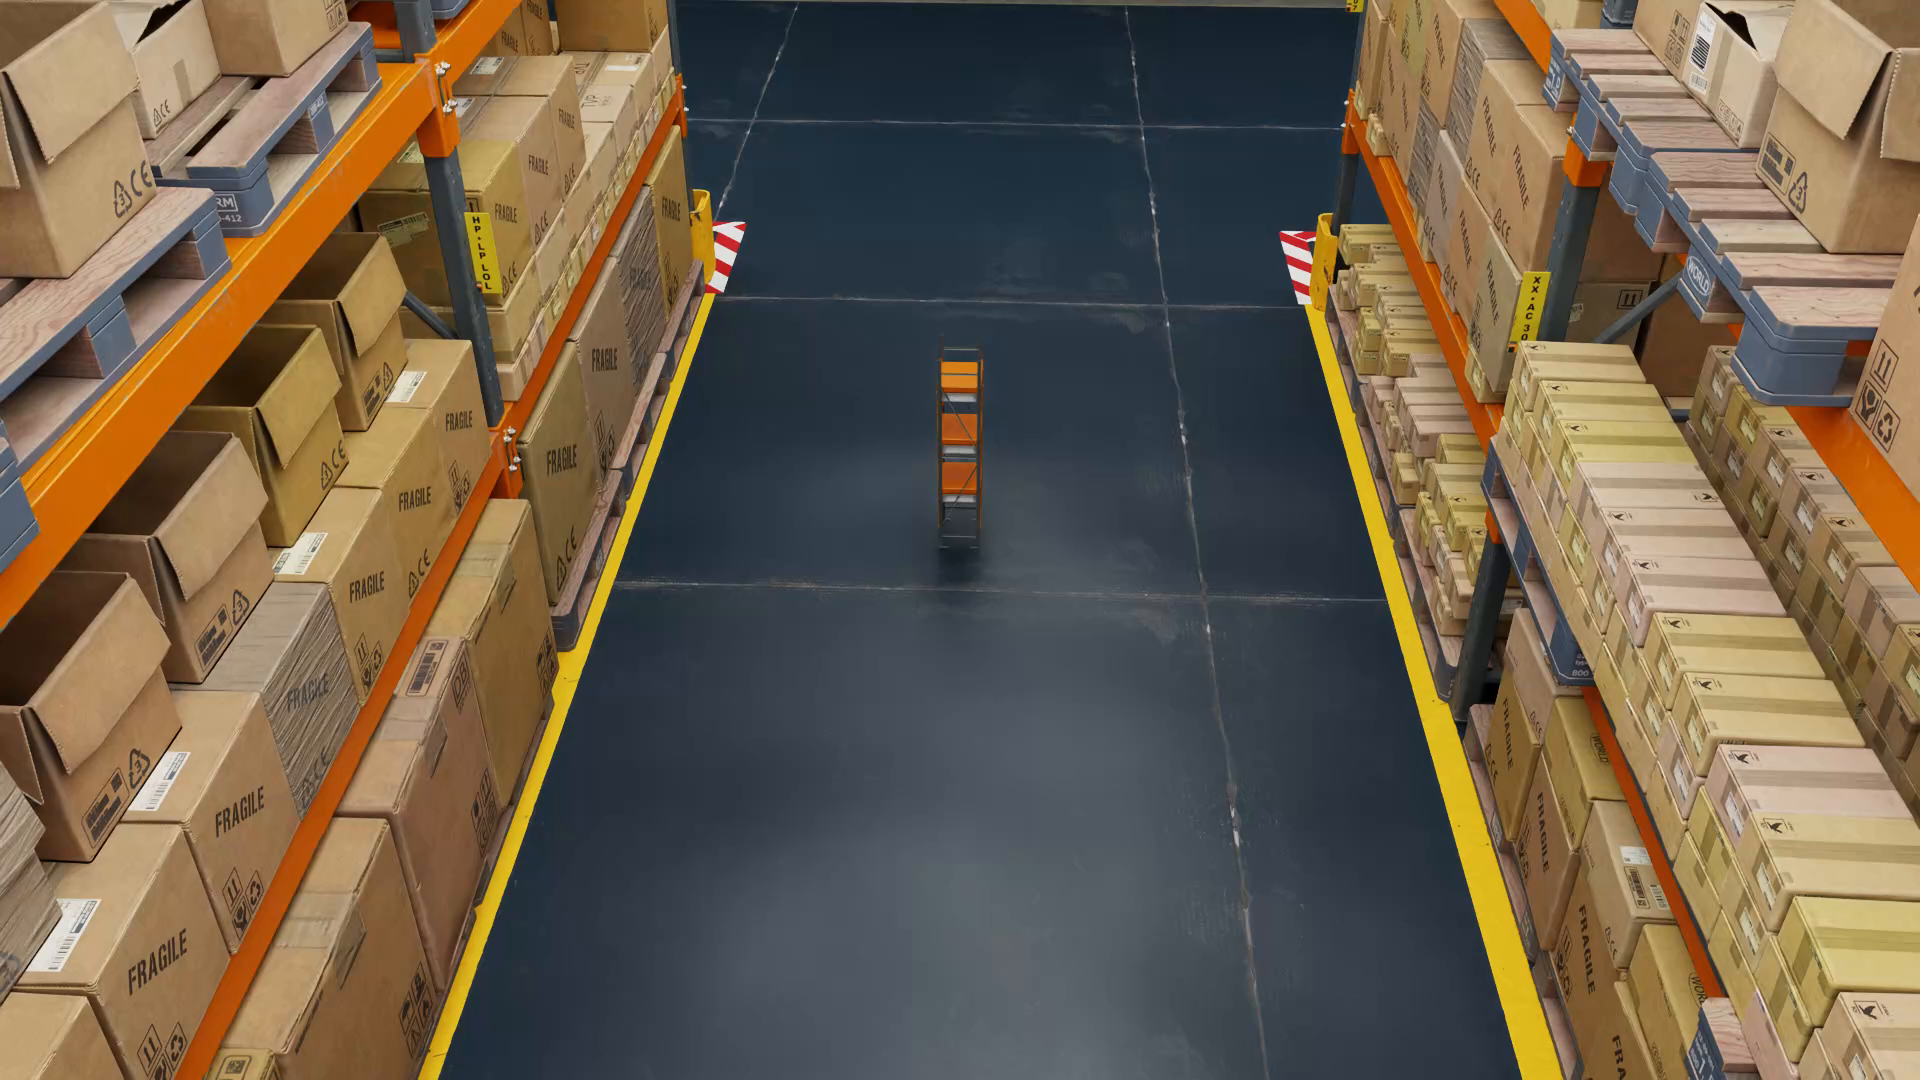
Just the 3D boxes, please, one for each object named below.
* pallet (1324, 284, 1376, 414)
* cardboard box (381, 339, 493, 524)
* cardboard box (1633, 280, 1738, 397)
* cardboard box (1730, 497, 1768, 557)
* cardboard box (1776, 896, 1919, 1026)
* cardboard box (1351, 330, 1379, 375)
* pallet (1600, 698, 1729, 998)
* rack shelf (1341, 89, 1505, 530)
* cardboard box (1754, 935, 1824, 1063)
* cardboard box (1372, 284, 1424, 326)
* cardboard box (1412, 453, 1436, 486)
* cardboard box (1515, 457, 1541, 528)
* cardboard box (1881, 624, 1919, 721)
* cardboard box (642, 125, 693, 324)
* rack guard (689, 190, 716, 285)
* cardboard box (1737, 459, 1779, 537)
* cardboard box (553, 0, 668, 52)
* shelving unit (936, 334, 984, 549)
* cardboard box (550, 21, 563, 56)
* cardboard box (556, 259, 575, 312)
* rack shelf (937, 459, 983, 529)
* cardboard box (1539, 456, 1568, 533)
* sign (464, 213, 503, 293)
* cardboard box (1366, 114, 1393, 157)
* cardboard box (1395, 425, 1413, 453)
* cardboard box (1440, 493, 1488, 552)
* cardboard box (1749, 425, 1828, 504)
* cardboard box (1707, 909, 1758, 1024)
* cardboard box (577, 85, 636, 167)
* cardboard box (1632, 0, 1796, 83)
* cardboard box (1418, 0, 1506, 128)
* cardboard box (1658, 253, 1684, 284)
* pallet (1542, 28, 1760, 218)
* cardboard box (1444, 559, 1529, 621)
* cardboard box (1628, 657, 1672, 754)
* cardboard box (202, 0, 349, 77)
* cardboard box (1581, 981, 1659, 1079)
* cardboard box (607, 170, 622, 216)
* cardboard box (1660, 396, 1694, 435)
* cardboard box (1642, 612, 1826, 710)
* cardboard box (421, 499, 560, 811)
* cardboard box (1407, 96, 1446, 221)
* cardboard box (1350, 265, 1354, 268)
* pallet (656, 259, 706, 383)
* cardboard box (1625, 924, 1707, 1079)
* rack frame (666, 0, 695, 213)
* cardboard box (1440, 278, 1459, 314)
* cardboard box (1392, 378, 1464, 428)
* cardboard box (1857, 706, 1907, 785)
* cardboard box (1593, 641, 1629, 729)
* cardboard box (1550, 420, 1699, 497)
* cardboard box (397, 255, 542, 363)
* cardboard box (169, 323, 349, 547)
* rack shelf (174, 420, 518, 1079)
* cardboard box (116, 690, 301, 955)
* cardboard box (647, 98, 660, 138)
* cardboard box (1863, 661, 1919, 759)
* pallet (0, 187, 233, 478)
[{"bbox_3d":[2.711,-1.114,9.652,1.003,0.211,1.213,1,35,2],"label":"pallet"},{"bbox_3d":[-2.076,-0.405,6.131,0.500,0.500,0.500,1,35,2],"label":"cardboard box"},{"bbox_3d":[2.893,-0.908,6.587,0.500,0.500,0.500,1,35,1],"label":"cardboard box"},{"bbox_3d":[2.782,-0.010,5.509,0.380,0.149,0.250,1,35,2],"label":"cardboard box"},{"bbox_3d":[2.045,0.932,3.651,0.380,0.149,0.250,2,35,3],"label":"cardboard box"},{"bbox_3d":[2.390,-1.037,9.231,0.380,0.149,0.250,2,35,2],"label":"cardboard box"},{"bbox_3d":[2.499,0.772,4.710,1.003,0.211,1.213,1,35,2],"label":"pallet"},{"bbox_3d":[2.702,-1.321,8.147,1.077,0.370,4.000,1,35,2],"label":"rack shelf"},{"bbox_3d":[2.043,1.042,3.753,0.380,0.149,0.250,2,35,3],"label":"cardboard box"},{"bbox_3d":[2.465,-1.273,9.049,0.380,0.149,0.250,0,35,0],"label":"cardboard box"},{"bbox_3d":[2.407,-0.381,8.038,0.380,0.149,0.250,2,35,3],"label":"cardboard box"},{"bbox_3d":[2.141,-0.160,5.723,0.380,0.149,0.250,2,35,3],"label":"cardboard box"},{"bbox_3d":[2.738,0.360,4.465,0.380,0.149,0.250,1,35,1],"label":"cardboard box"},{"bbox_3d":[-2.115,-1.870,9.785,0.875,0.875,0.875,1,35,2],"label":"cardboard box"},{"bbox_3d":[-2.169,-1.928,10.559,1.175,0.500,0.348,1,35,2],"label":"rack guard"},{"bbox_3d":[2.781,-0.130,5.421,0.380,0.149,0.250,3,35,4],"label":"cardboard box"},{"bbox_3d":[-1.927,-3.018,9.156,0.500,0.500,0.500,2,35,2],"label":"cardboard box"},{"bbox_3d":[0.002,-0.460,7.992,0.215,1.050,0.252,1,35,2],"label":"shelving unit"},{"bbox_3d":[-2.459,-2.728,9.395,0.500,0.250,0.500,0,35,1],"label":"cardboard box"},{"bbox_3d":[-1.957,-1.152,7.499,0.380,0.149,0.250,0,35,1],"label":"cardboard box"},{"bbox_3d":[0.002,-0.224,8.158,0.215,0.259,0.240,1,35,2],"label":"rack shelf"},{"bbox_3d":[2.128,-0.144,5.441,0.380,0.149,0.250,2,35,3],"label":"cardboard box"},{"bbox_3d":[-1.788,-1.073,6.231,0.100,0.325,0.005,1,35,2],"label":"sign"},{"bbox_3d":[2.409,-2.183,8.966,0.380,0.149,0.250,0,35,1],"label":"cardboard box"},{"bbox_3d":[2.416,-0.448,8.393,0.380,0.149,0.250,2,35,3],"label":"cardboard box"},{"bbox_3d":[2.346,-0.073,7.342,0.380,0.149,0.250,2,35,2],"label":"cardboard box"},{"bbox_3d":[2.778,-0.241,5.320,0.380,0.149,0.250,0,35,0],"label":"cardboard box"},{"bbox_3d":[2.057,1.035,4.022,0.380,0.149,0.250,1,35,1],"label":"cardboard box"},{"bbox_3d":[-1.965,-2.129,8.543,0.500,0.250,0.500,0,35,0],"label":"cardboard box"},{"bbox_3d":[2.496,-1.691,4.987,0.700,0.500,0.500,1,35,2],"label":"cardboard box"},{"bbox_3d":[2.425,-2.203,7.561,0.500,0.500,0.500,0,35,0],"label":"cardboard box"},{"bbox_3d":[2.883,-1.292,6.264,0.500,0.500,0.500,2,35,3],"label":"cardboard box"},{"bbox_3d":[2.490,-1.265,4.995,1.213,0.211,1.003,1,35,2],"label":"pallet"},{"bbox_3d":[2.317,0.218,7.186,0.380,0.149,0.250,2,35,3],"label":"cardboard box"},{"bbox_3d":[2.085,0.457,4.585,0.380,0.149,0.250,1,35,1],"label":"cardboard box"},{"bbox_3d":[-2.344,-1.746,5.064,0.700,0.500,0.500,2,35,3],"label":"cardboard box"},{"bbox_3d":[2.256,1.696,5.037,0.500,0.500,0.500,0,35,0],"label":"cardboard box"},{"bbox_3d":[-1.917,-1.744,8.341,0.380,0.149,0.250,2,35,3],"label":"cardboard box"},{"bbox_3d":[2.960,-0.519,6.598,0.380,0.149,0.250,3,35,4],"label":"cardboard box"},{"bbox_3d":[2.088,0.335,4.501,0.380,0.149,0.250,2,35,3],"label":"cardboard box"},{"bbox_3d":[-2.336,0.427,6.517,1.225,0.875,0.875,1,35,2],"label":"cardboard box"},{"bbox_3d":[2.445,-1.793,7.847,0.500,0.500,0.500,0,35,1],"label":"cardboard box"},{"bbox_3d":[2.505,-1.597,9.769,0.380,0.149,0.250,3,35,4],"label":"cardboard box"},{"bbox_3d":[-2.124,-1.335,9.966,1.003,0.211,1.213,1,35,2],"label":"pallet"},{"bbox_3d":[2.272,1.395,4.813,0.500,0.250,0.500,2,35,3],"label":"cardboard box"},{"bbox_3d":[-2.170,-2.937,9.821,1.000,3.000,0.127,1,35,2],"label":"rack frame"},{"bbox_3d":[2.387,-1.140,7.482,0.380,0.149,0.250,0,35,0],"label":"cardboard box"},{"bbox_3d":[2.355,-0.677,8.201,0.380,0.149,0.250,0,35,0],"label":"cardboard box"},{"bbox_3d":[2.744,0.599,4.642,0.380,0.149,0.250,0,35,0],"label":"cardboard box"},{"bbox_3d":[2.099,0.431,4.882,0.380,0.149,0.250,1,35,1],"label":"cardboard box"},{"bbox_3d":[2.128,-0.256,5.341,0.380,0.149,0.250,2,35,2],"label":"cardboard box"},{"bbox_3d":[-2.050,-0.963,6.884,0.500,0.250,0.500,1,35,1],"label":"cardboard box"},{"bbox_3d":[-2.387,-0.329,5.150,0.797,0.503,0.637,2,35,2],"label":"cardboard box"},{"bbox_3d":[-2.411,0.804,5.122,1.077,0.370,4.000,1,35,2],"label":"rack shelf"},{"bbox_3d":[-2.164,0.754,4.481,0.500,0.500,0.500,1,35,1],"label":"cardboard box"},{"bbox_3d":[-1.875,-2.328,9.172,0.380,0.149,0.250,1,35,2],"label":"cardboard box"},{"bbox_3d":[2.738,0.473,4.563,0.380,0.149,0.250,3,35,4],"label":"cardboard box"},{"bbox_3d":[-2.476,-0.505,3.915,1.003,0.211,1.213,3,35,4],"label":"pallet"}]
